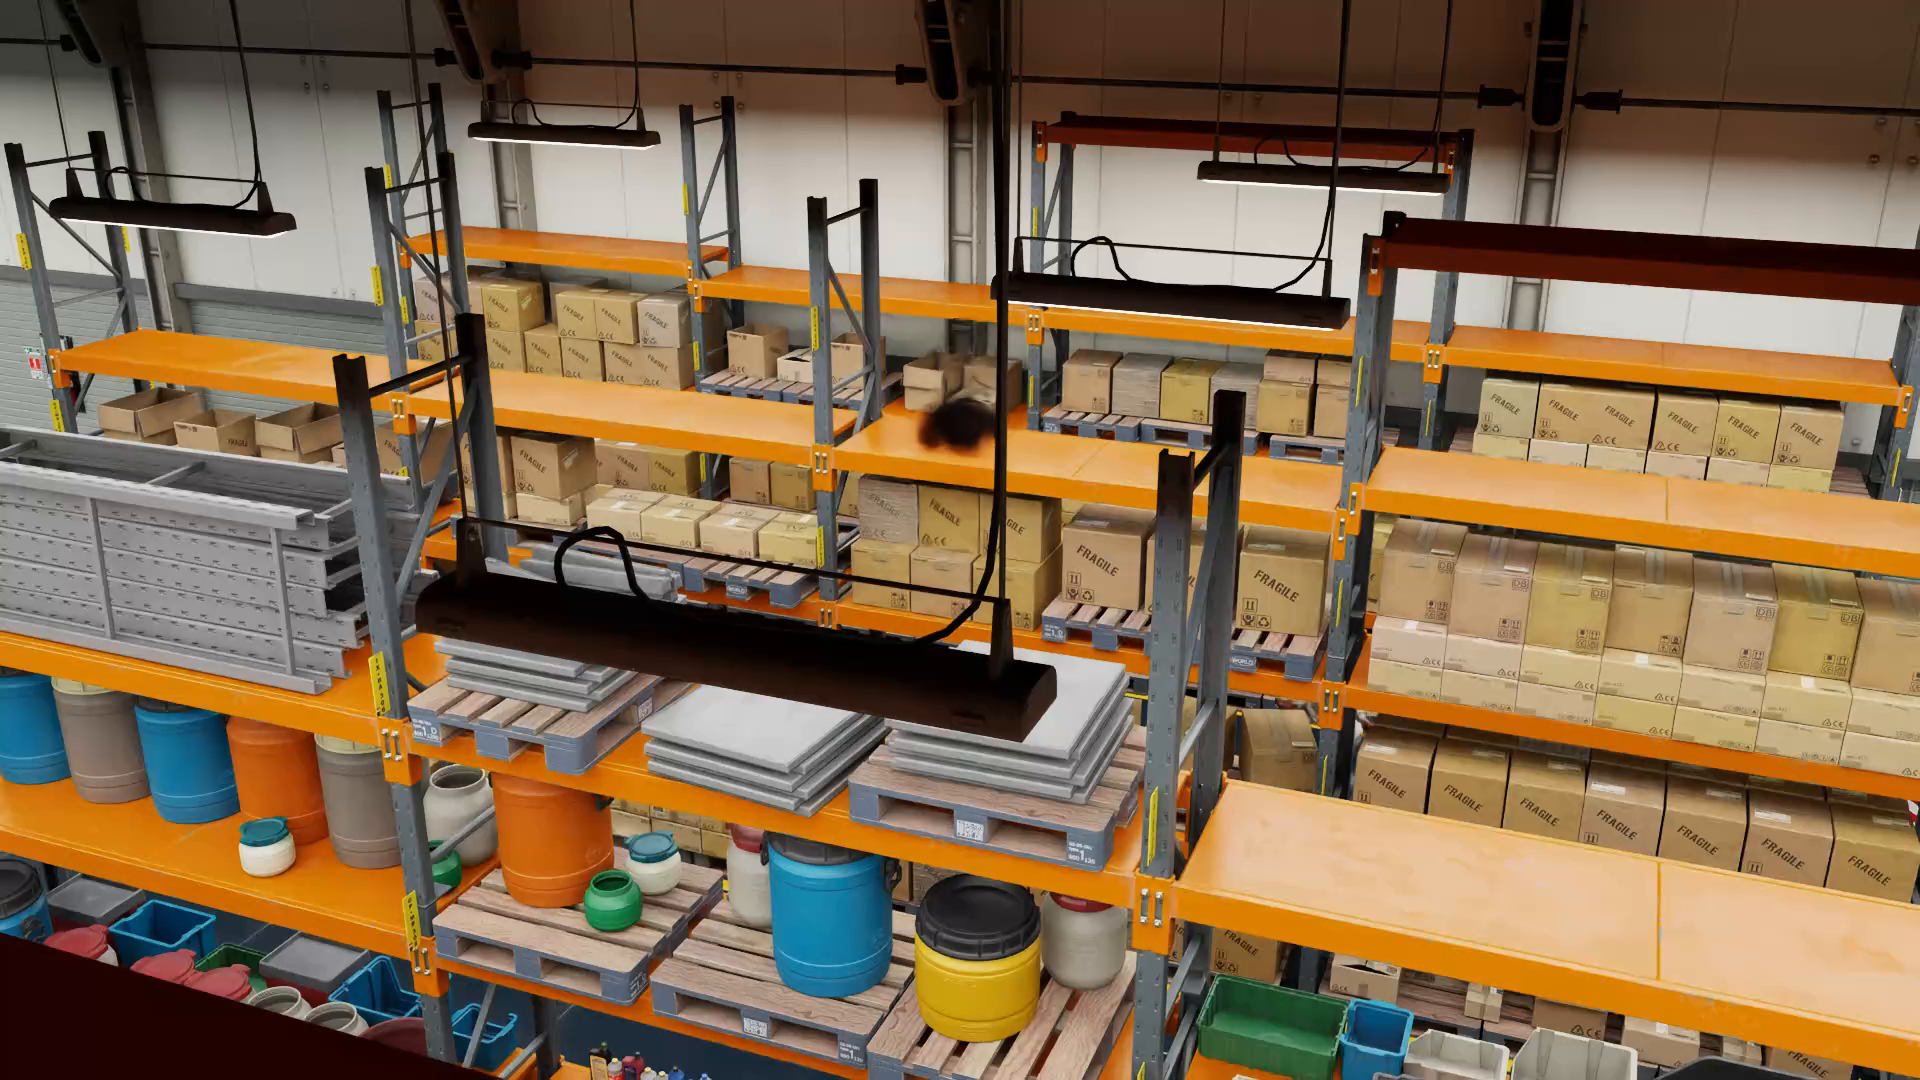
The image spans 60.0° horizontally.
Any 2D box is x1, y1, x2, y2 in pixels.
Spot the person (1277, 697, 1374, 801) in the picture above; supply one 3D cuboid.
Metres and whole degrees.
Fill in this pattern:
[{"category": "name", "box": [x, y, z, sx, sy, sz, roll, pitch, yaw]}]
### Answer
[{"category": "person", "box": [3.436, 1.825, 15.474, 0.990, 1.488, 0.659, 2, 21, 5]}]
